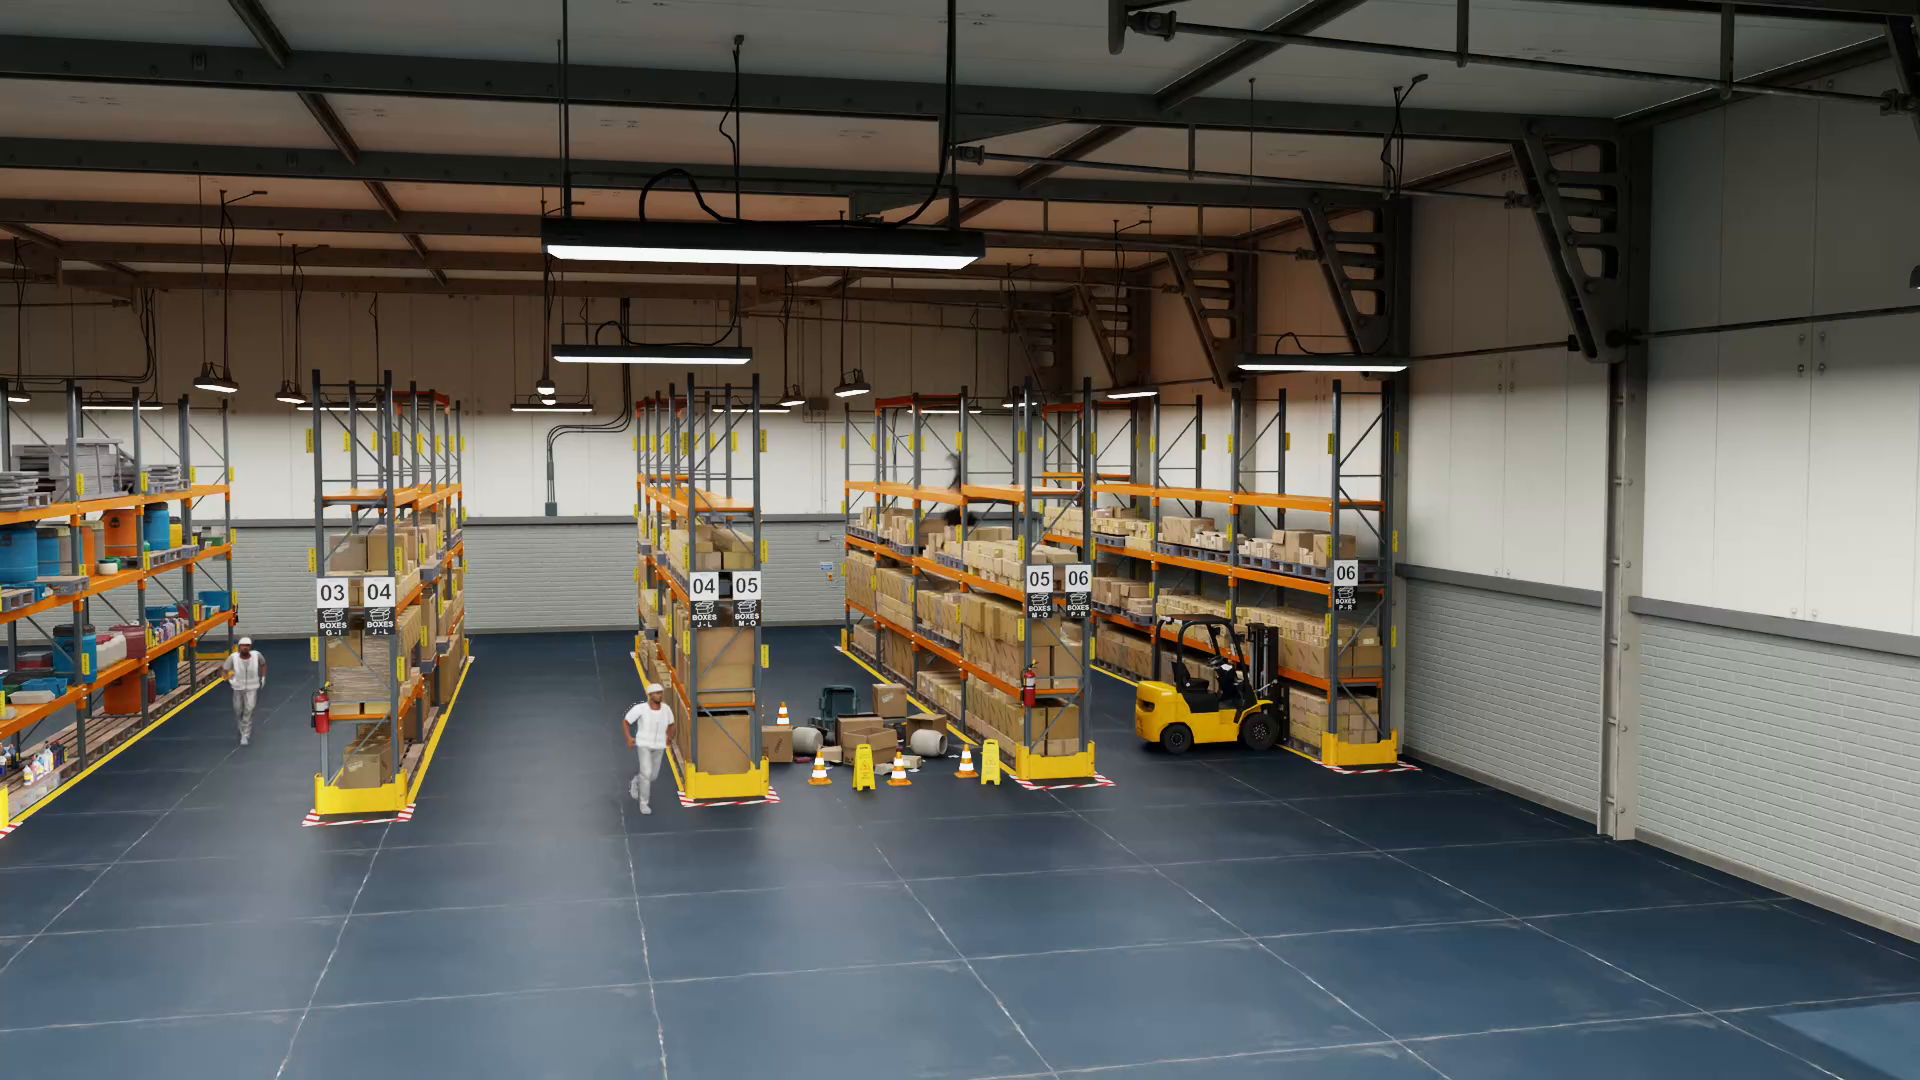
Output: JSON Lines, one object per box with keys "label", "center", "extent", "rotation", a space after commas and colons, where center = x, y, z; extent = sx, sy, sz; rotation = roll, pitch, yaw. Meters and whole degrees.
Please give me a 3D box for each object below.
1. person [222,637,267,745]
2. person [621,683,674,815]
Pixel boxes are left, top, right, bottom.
{"label": "person", "center": [-12.033, 2.509, 27.980], "extent": [0.706, 1.770, 0.972], "rotation": [-2, 4, -26]}
{"label": "person", "center": [-4.251, 2.829, 22.822], "extent": [0.754, 1.730, 0.803], "rotation": [-2, 4, -34]}
